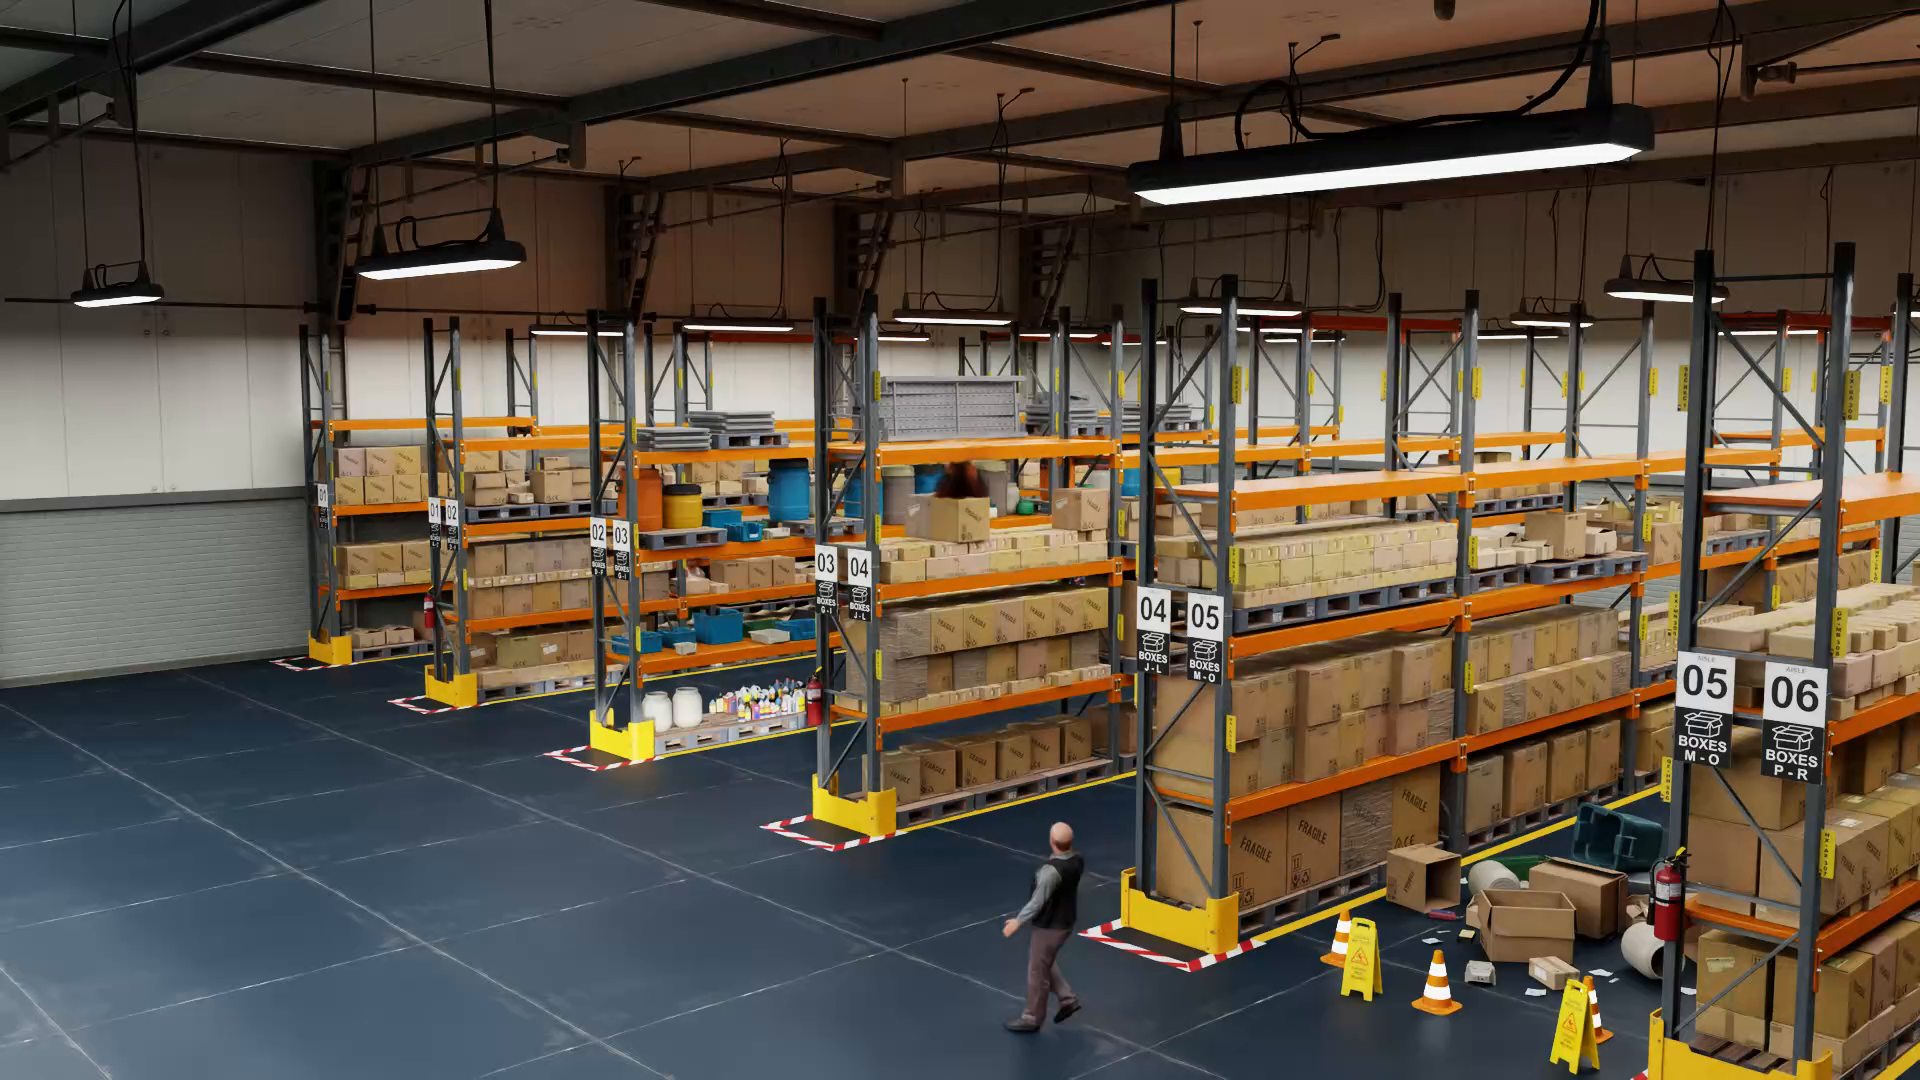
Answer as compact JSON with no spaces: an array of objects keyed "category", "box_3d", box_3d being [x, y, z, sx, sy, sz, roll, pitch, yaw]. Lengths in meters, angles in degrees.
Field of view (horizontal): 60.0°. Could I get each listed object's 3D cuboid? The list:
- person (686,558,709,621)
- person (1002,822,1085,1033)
[{"category":"person","box_3d":[-4.982,1.130,31.130,0.580,1.796,0.447,-5,8,-40]},{"category":"person","box_3d":[0.643,3.009,12.982,0.628,1.697,0.601,2,6,19]}]
